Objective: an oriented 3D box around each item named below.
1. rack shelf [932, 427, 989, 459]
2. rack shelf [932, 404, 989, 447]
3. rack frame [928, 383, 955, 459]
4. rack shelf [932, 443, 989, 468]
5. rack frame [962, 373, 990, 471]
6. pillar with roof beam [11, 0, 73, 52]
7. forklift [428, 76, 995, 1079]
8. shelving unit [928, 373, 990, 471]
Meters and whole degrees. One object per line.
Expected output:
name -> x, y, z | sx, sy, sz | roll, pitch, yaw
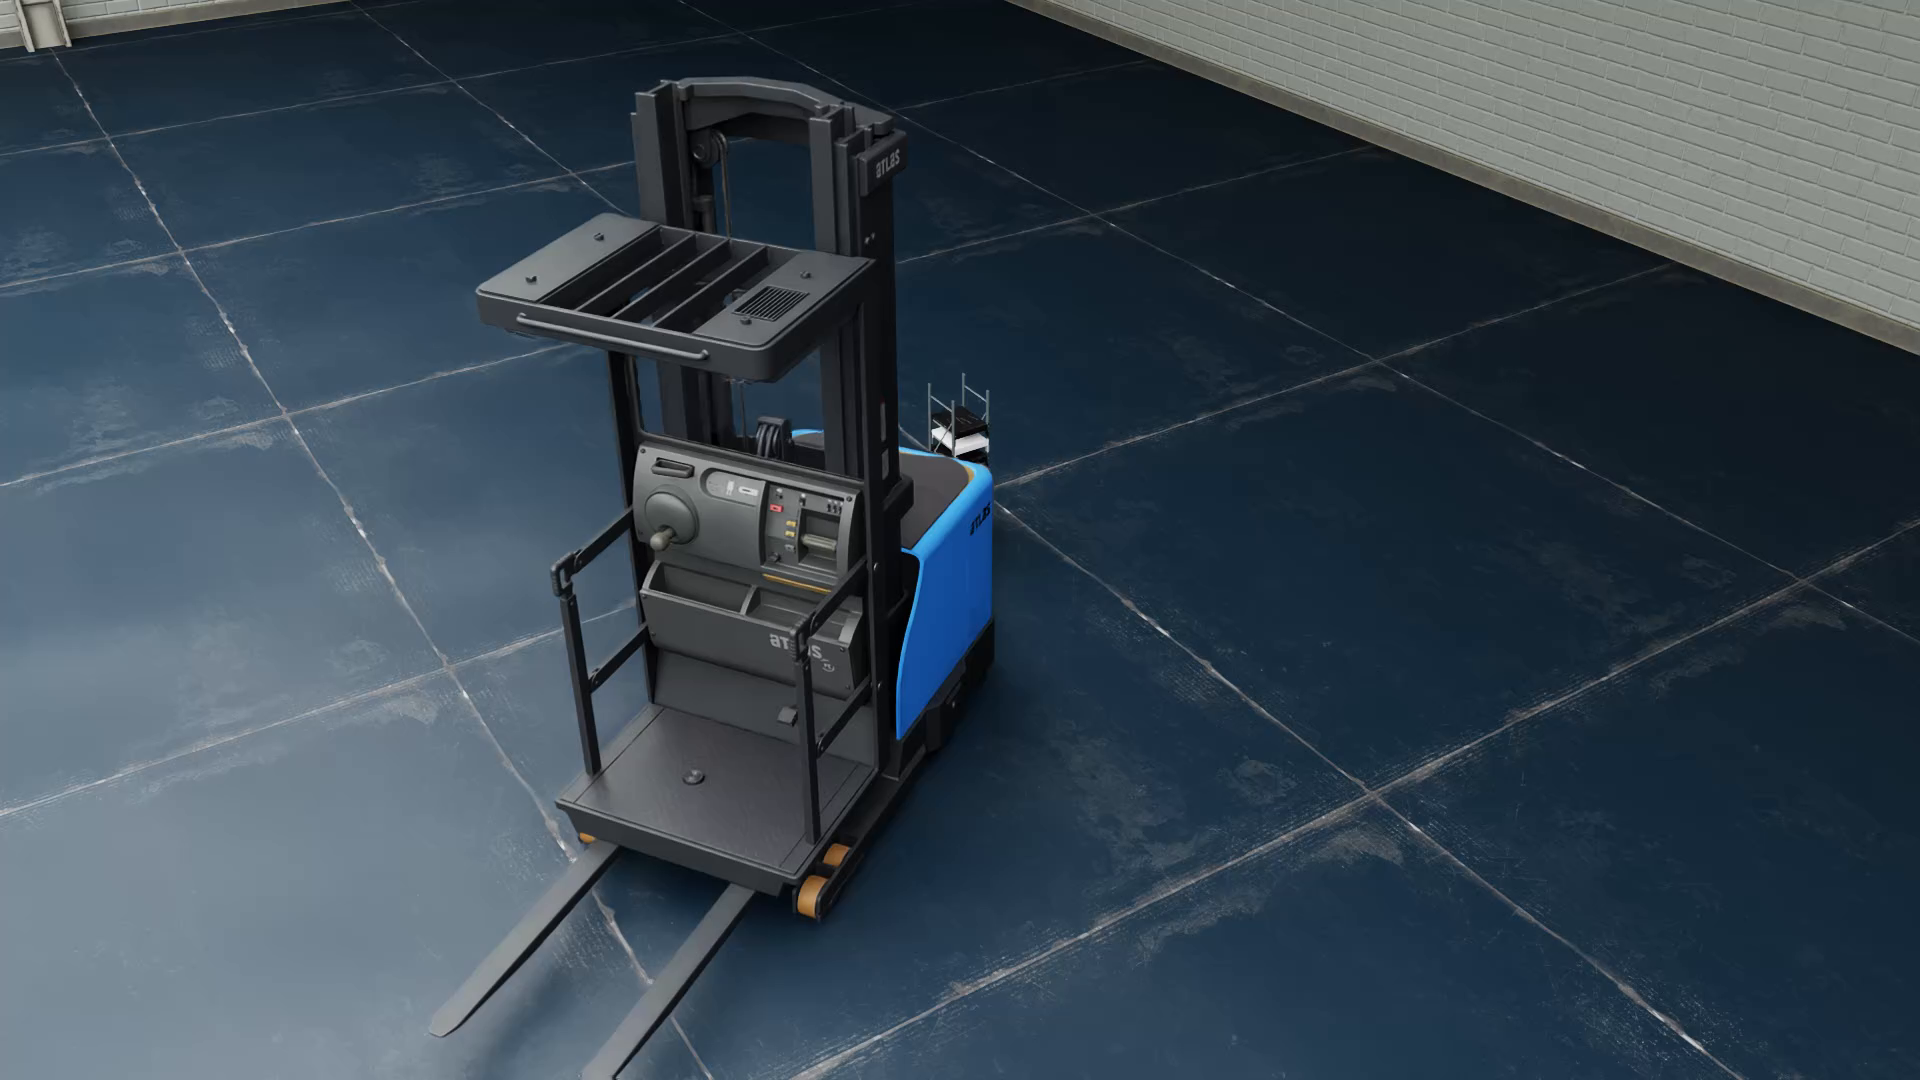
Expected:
rack shelf -> -0.007, -0.502, 8.428 | 0.200, 0.077, 0.258 | -19, 37, -27
rack shelf -> -0.007, -0.578, 8.380 | 0.200, 0.077, 0.258 | -19, 37, -27
rack frame -> -0.092, -0.349, 8.460 | 0.006, 0.900, 0.240 | -19, 37, -27
rack shelf -> -0.007, -0.426, 8.476 | 0.200, 0.077, 0.258 | -19, 37, -27
rack frame -> 0.079, -0.408, 8.553 | 0.006, 0.900, 0.240 | -19, 37, -27
pillar with roof beam -> -6.745, -6.801, 11.097 | 0.400, 9.000, 9.100 | -19, 37, -27
forklift -> -0.899, -0.039, 6.065 | 1.130, 2.935, 3.031 | 13, 35, 20
shelving unit -> -0.007, -0.378, 8.506 | 0.210, 0.900, 0.258 | -19, 37, -27
